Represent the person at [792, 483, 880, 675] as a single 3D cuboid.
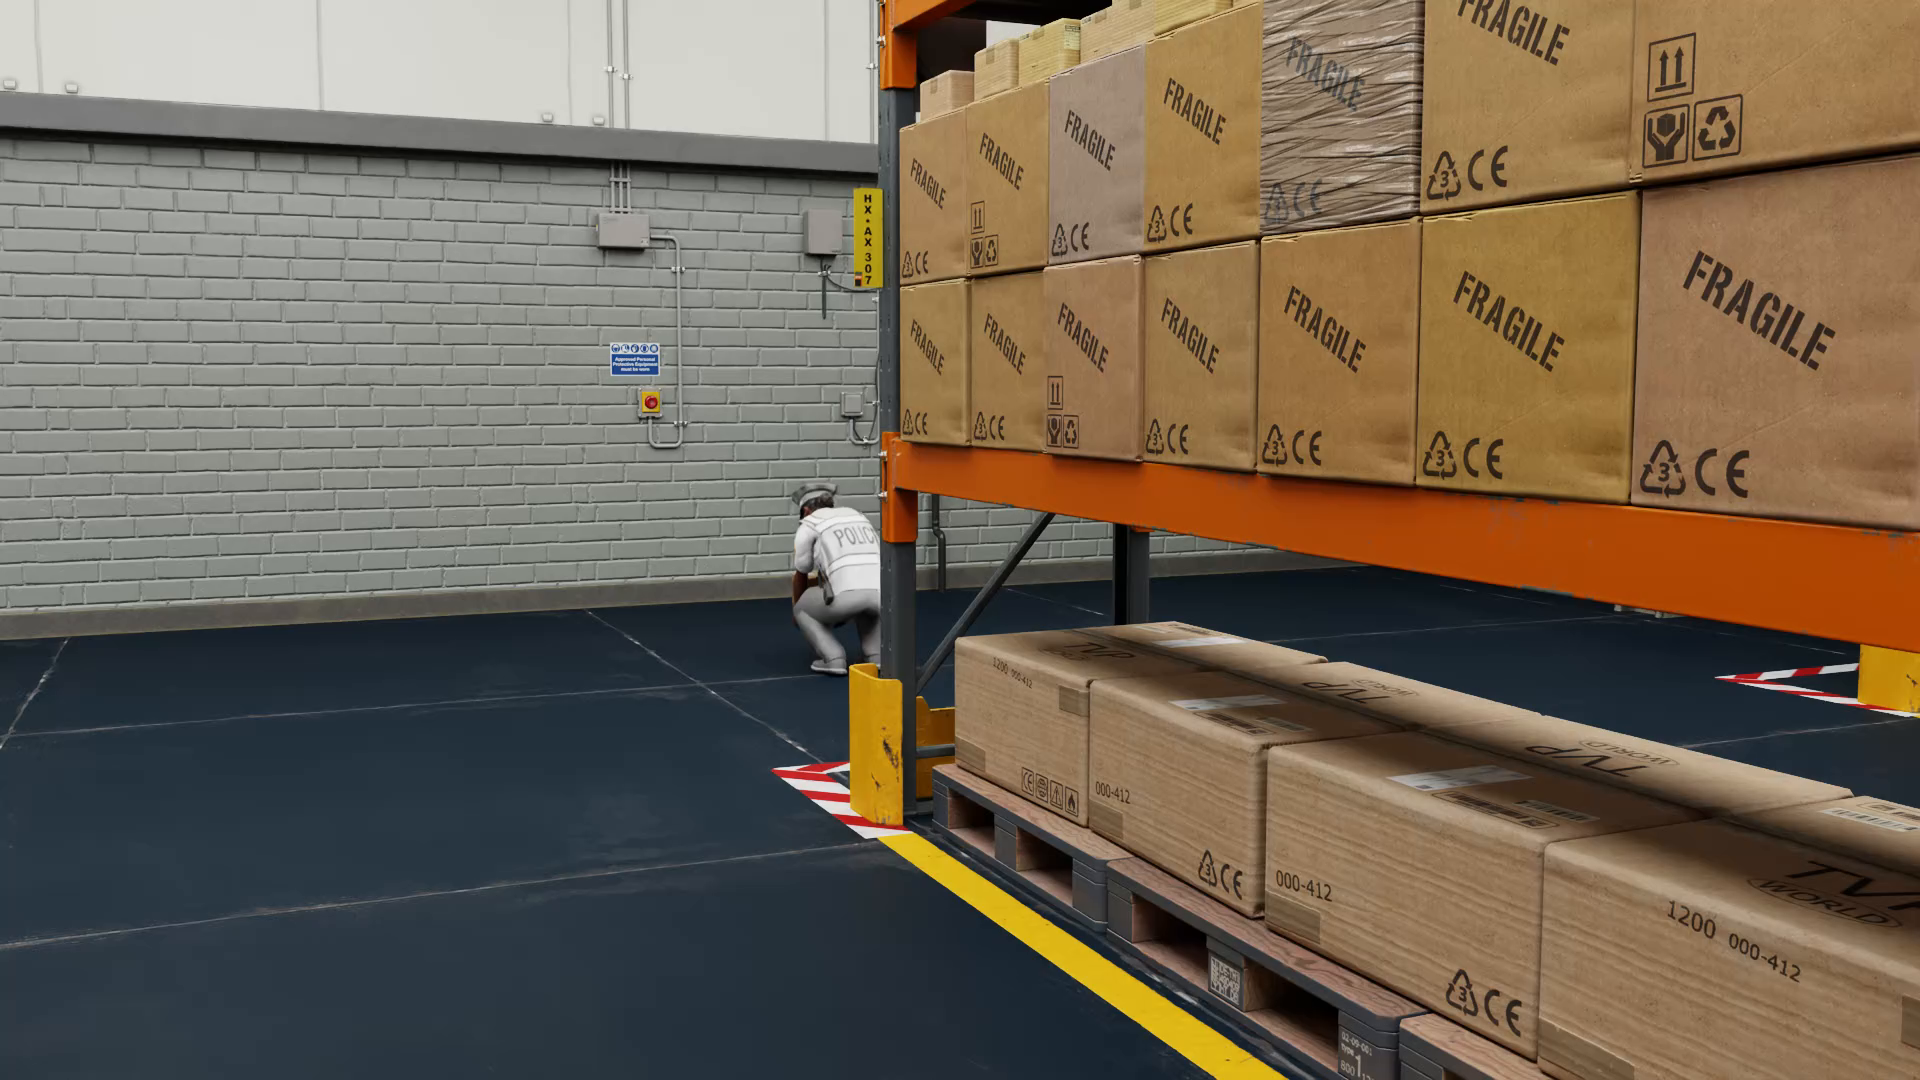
[{"bbox_3d":[-0.624,0.195,8.685,0.458,0.972,0.854,-3,6,-25],"label":"person"}]
